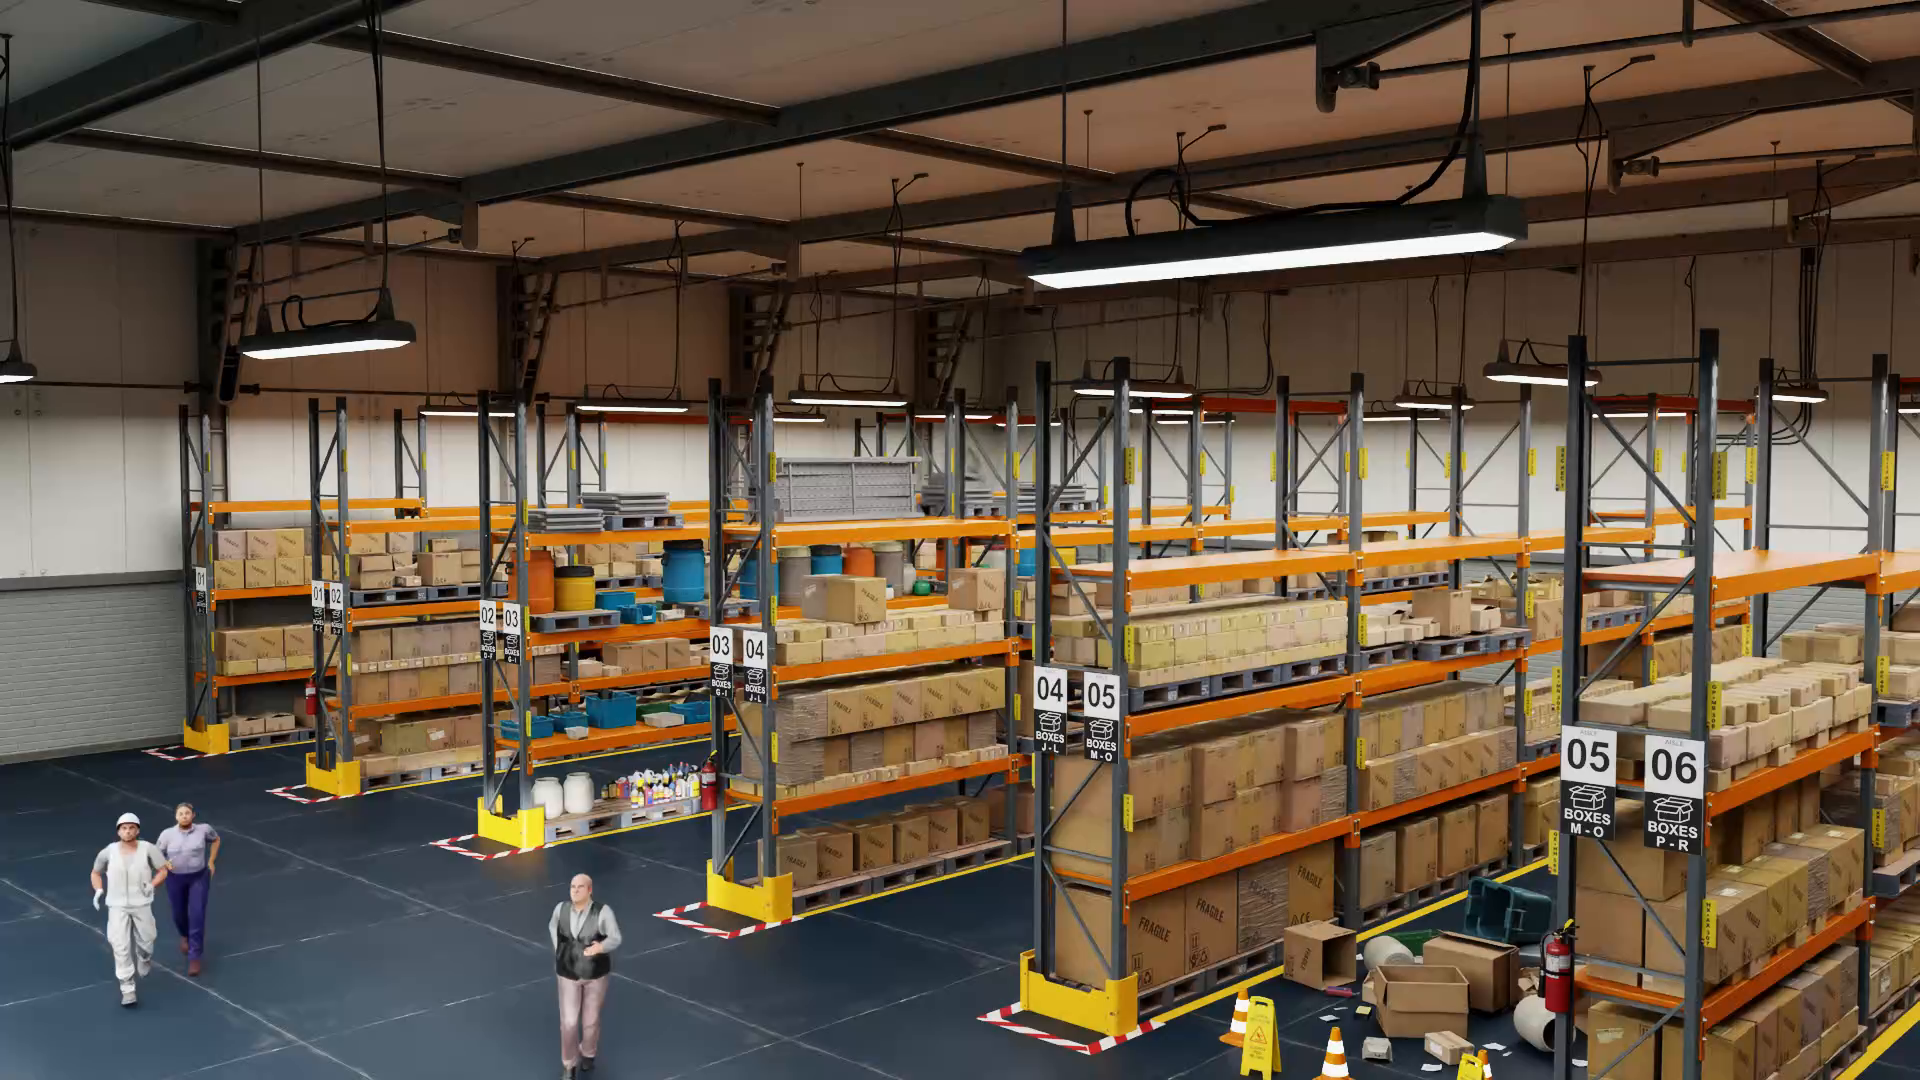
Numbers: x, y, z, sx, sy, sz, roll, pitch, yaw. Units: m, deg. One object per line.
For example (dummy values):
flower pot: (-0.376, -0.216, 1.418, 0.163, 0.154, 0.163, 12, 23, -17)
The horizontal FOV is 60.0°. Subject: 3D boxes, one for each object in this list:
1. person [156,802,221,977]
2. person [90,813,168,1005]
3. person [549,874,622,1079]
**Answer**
person: (-7.763, 3.448, 16.693, 0.609, 1.654, 0.940, -1, 3, -20)
person: (-7.872, 3.460, 15.763, 0.663, 1.748, 0.786, -1, 3, -23)
person: (-3.073, 3.604, 13.600, 0.627, 1.765, 0.739, 0, 3, -5)
